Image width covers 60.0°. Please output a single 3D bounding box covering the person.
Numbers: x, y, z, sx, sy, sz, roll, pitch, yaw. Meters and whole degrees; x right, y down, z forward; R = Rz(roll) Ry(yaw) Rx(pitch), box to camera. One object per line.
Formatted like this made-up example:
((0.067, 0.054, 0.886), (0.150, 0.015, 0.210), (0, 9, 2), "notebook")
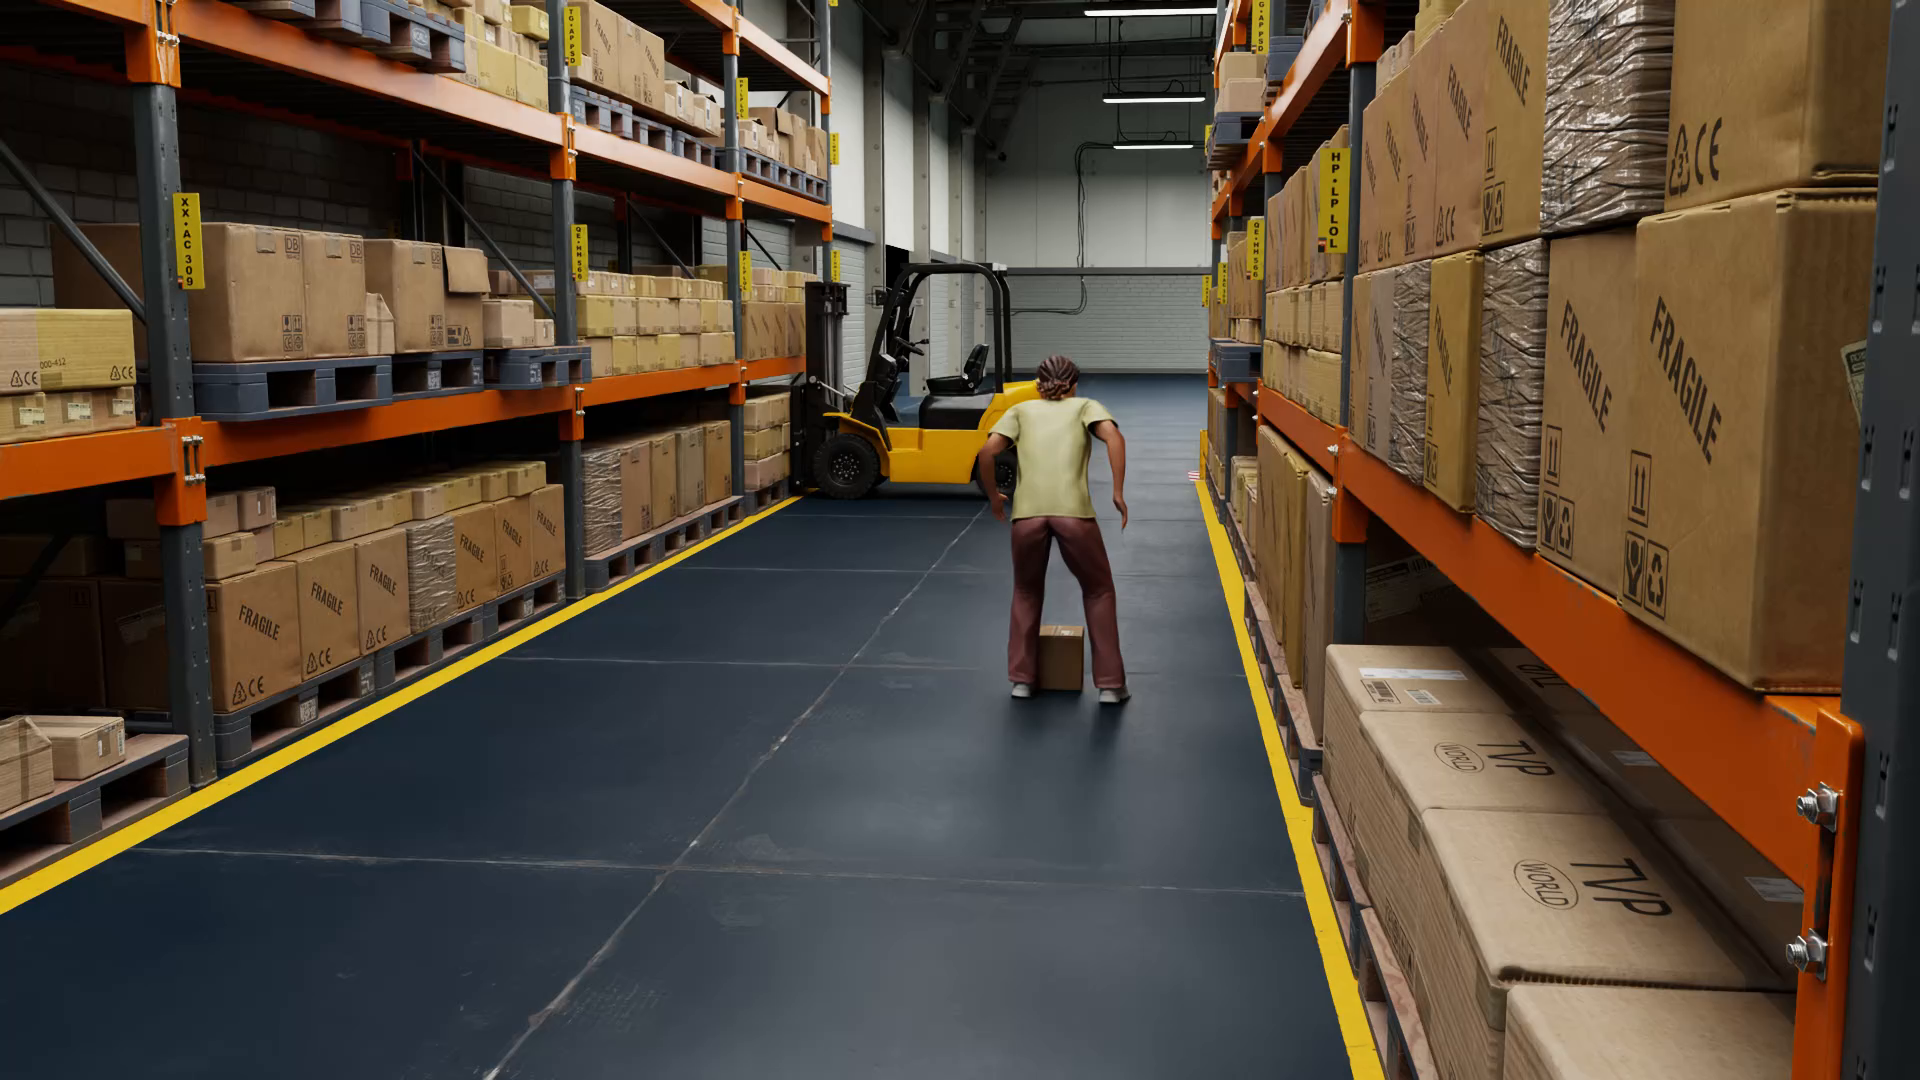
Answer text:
((0.419, -0.044, 7.240), (0.652, 1.514, 0.607), (2, 8, 12), "person")
